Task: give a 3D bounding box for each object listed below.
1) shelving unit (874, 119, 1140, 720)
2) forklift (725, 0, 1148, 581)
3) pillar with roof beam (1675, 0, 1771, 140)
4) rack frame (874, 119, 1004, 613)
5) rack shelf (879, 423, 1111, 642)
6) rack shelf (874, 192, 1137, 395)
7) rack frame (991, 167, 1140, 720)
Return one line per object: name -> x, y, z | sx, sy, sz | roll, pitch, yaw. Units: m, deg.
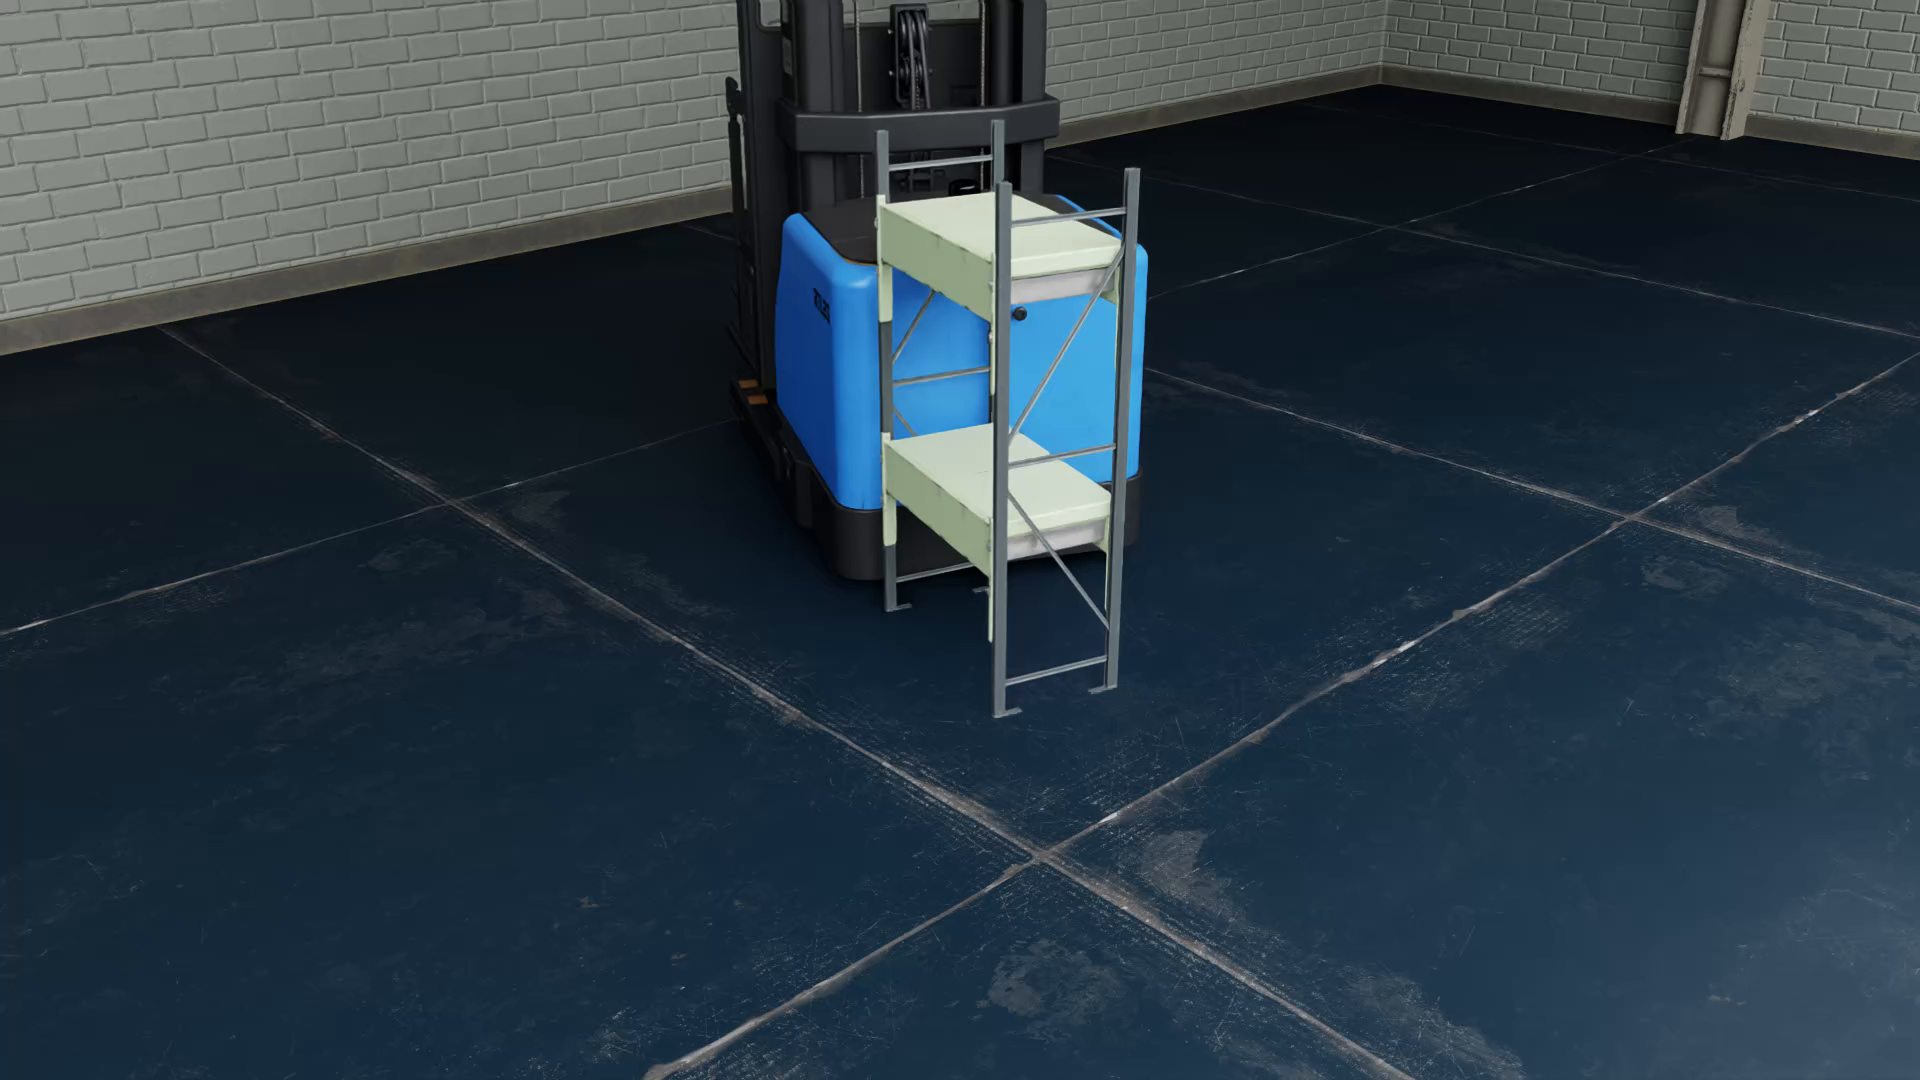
shelving unit -> 0.107, -0.356, 4.723 | 0.431, 1.500, 0.755 | -12, 27, -24
forklift -> -0.313, -1.792, 6.146 | 1.130, 2.935, 3.031 | -7, 26, -15
pillar with roof beam -> 2.438, -5.897, 7.834 | 9.100, 9.000, 0.400 | -21, 32, -38
rack frame -> -0.056, -0.492, 5.021 | 0.400, 1.500, 0.023 | -12, 27, -24
rack shelf -> 0.107, -0.059, 4.858 | 0.431, 0.370, 0.720 | -12, 27, -24
rack shelf -> 0.107, -0.711, 4.561 | 0.431, 0.370, 0.720 | -12, 27, -24
rack frame -> 0.270, -0.220, 4.424 | 0.400, 1.500, 0.023 | -12, 27, -24
